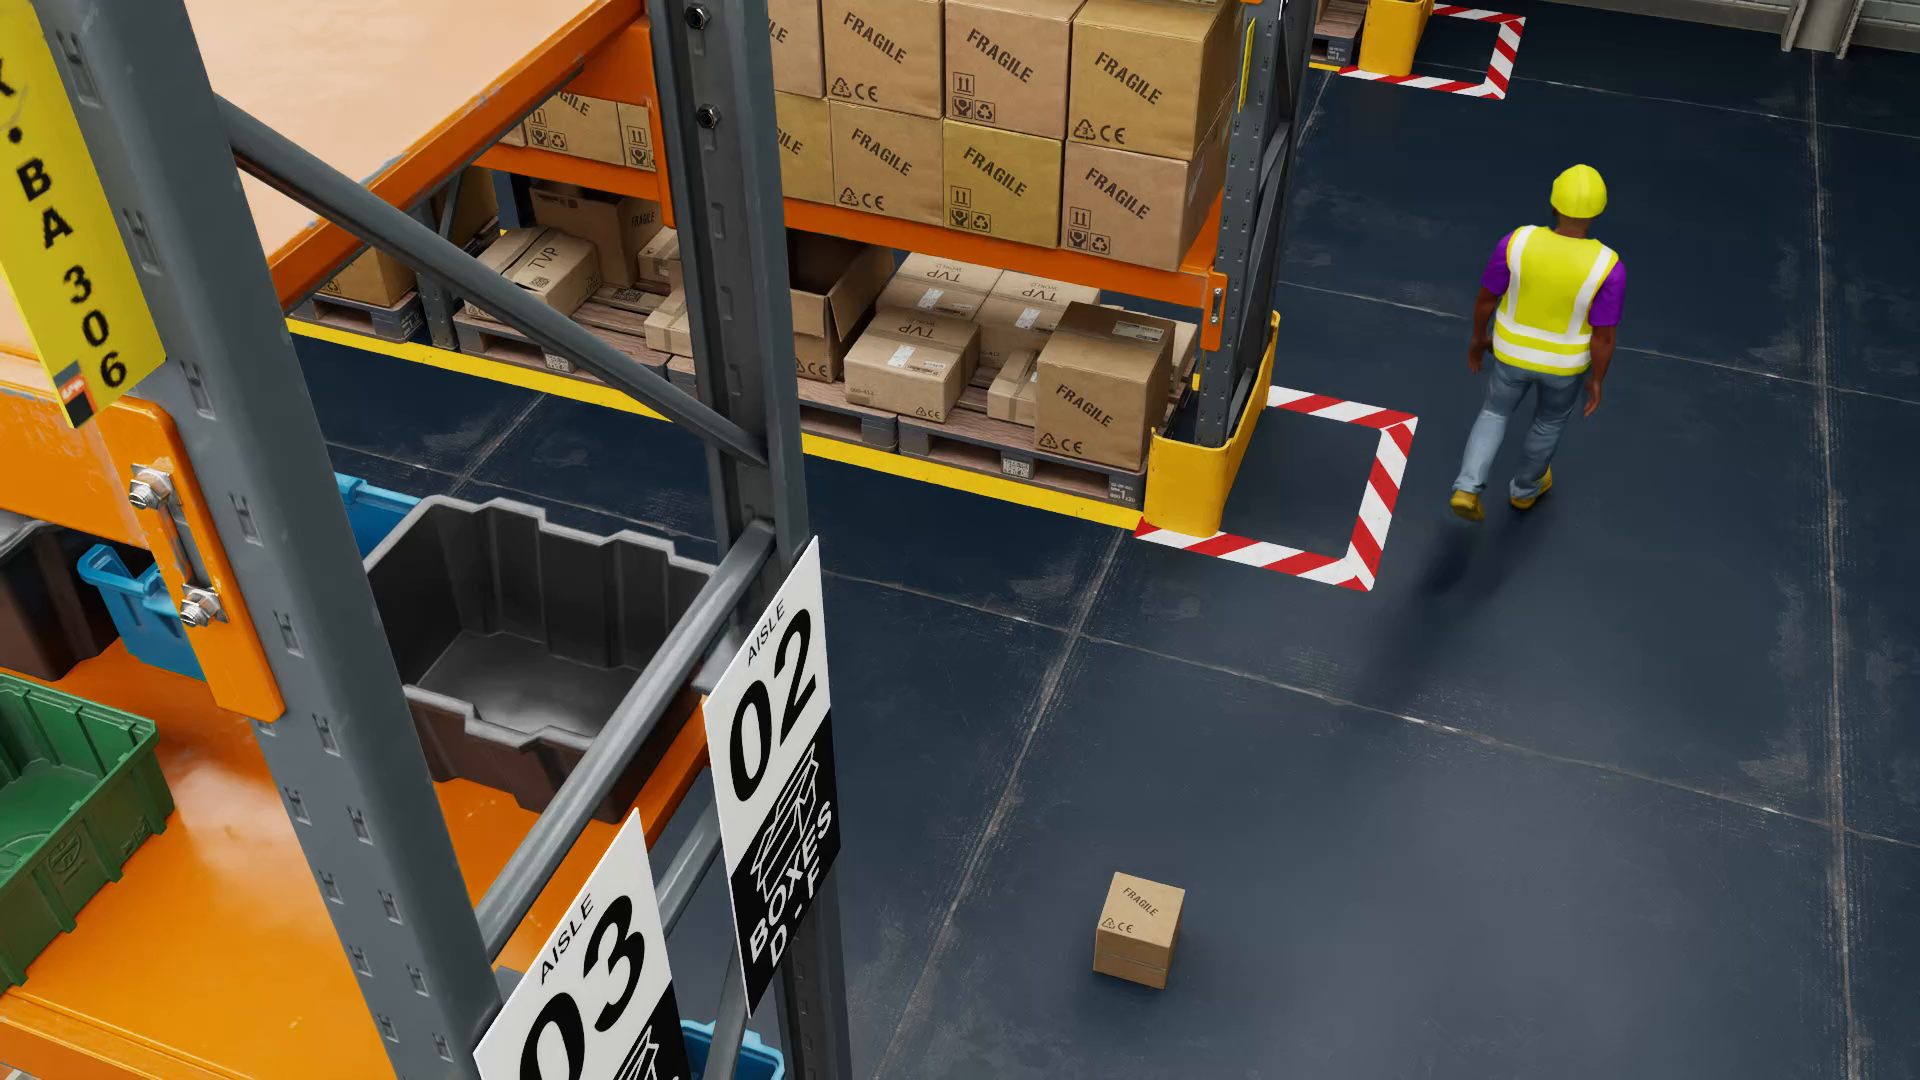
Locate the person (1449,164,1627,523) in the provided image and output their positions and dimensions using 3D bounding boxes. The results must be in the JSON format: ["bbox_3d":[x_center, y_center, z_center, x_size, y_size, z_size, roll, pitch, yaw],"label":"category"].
[{"bbox_3d":[-5.903,-1.133,7.419,15.404,1.745,8.535,22,46,23],"label":"person"}]
